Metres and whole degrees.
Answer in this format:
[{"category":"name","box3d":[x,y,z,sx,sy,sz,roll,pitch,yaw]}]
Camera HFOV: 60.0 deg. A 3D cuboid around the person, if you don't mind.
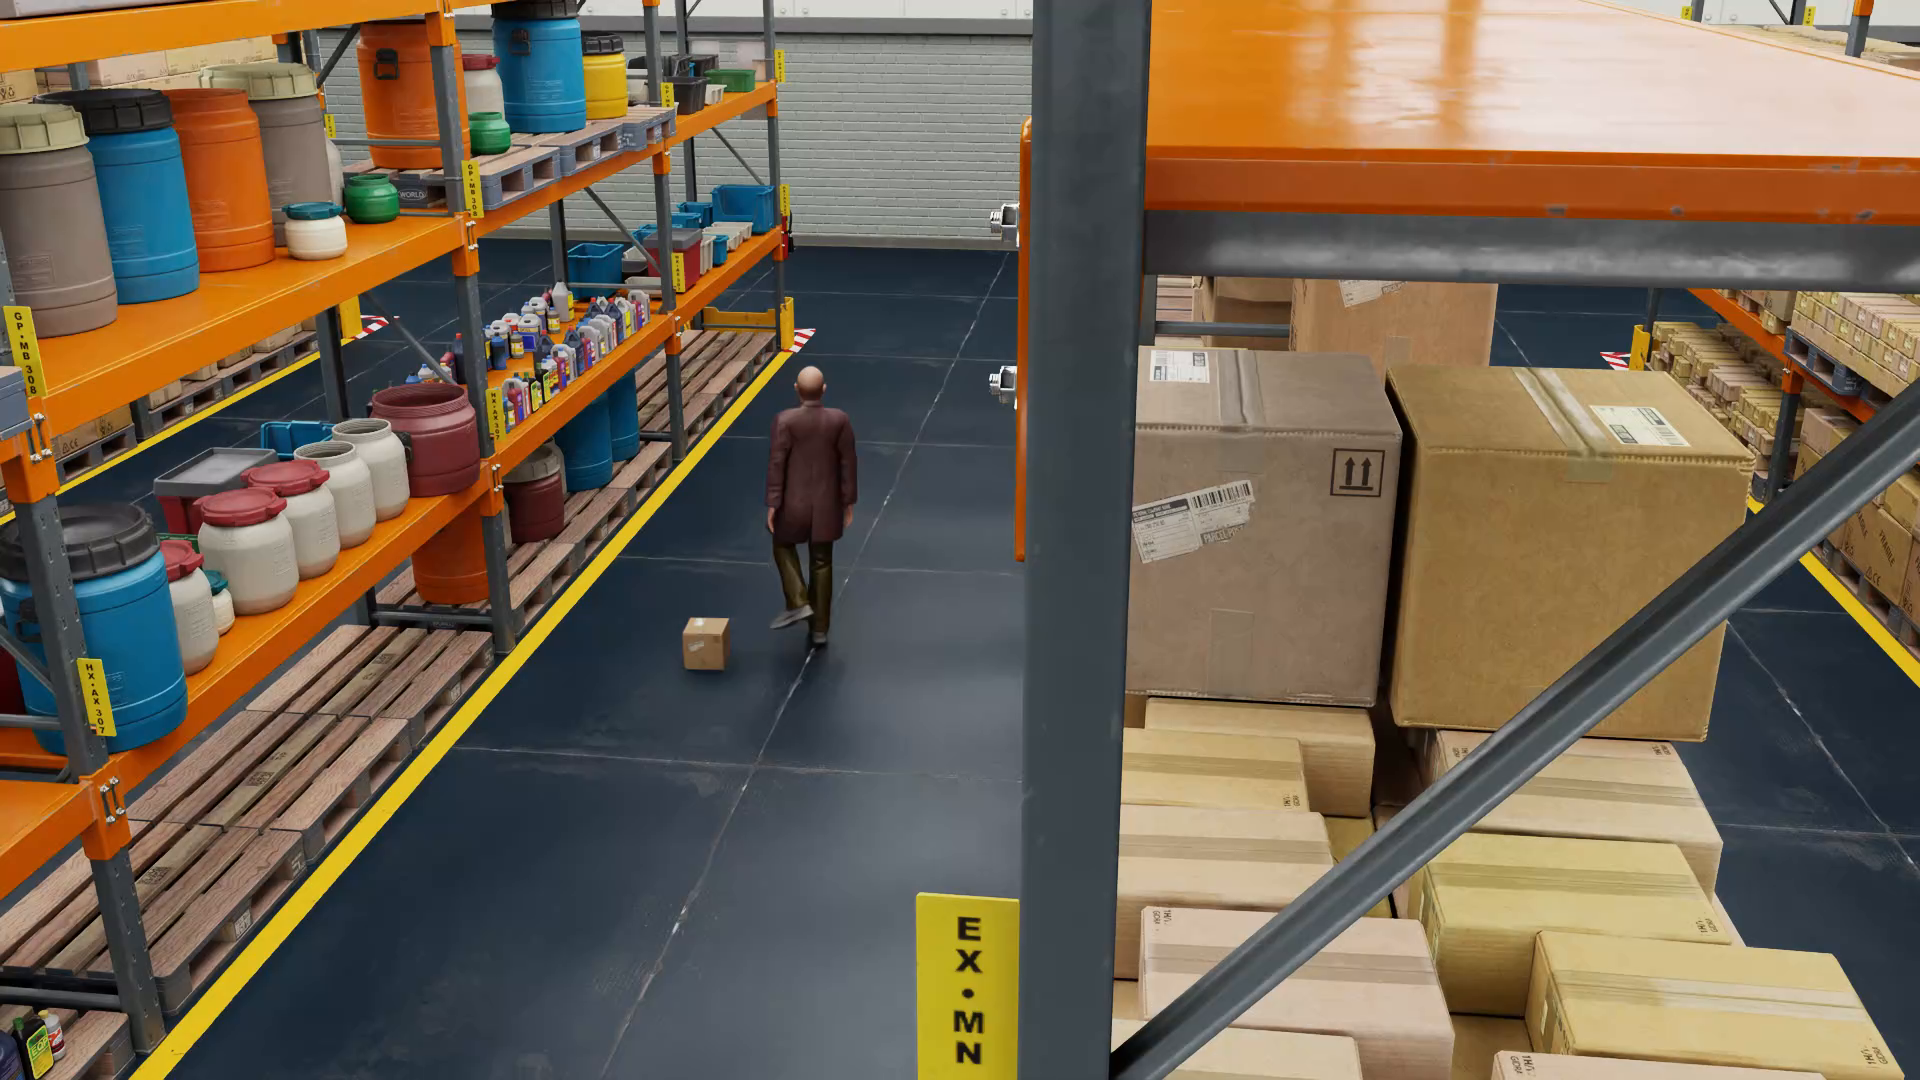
[{"category":"person","box3d":[-0.957,-0.232,10.660,0.621,1.768,0.512,-5,21,-14]}]
